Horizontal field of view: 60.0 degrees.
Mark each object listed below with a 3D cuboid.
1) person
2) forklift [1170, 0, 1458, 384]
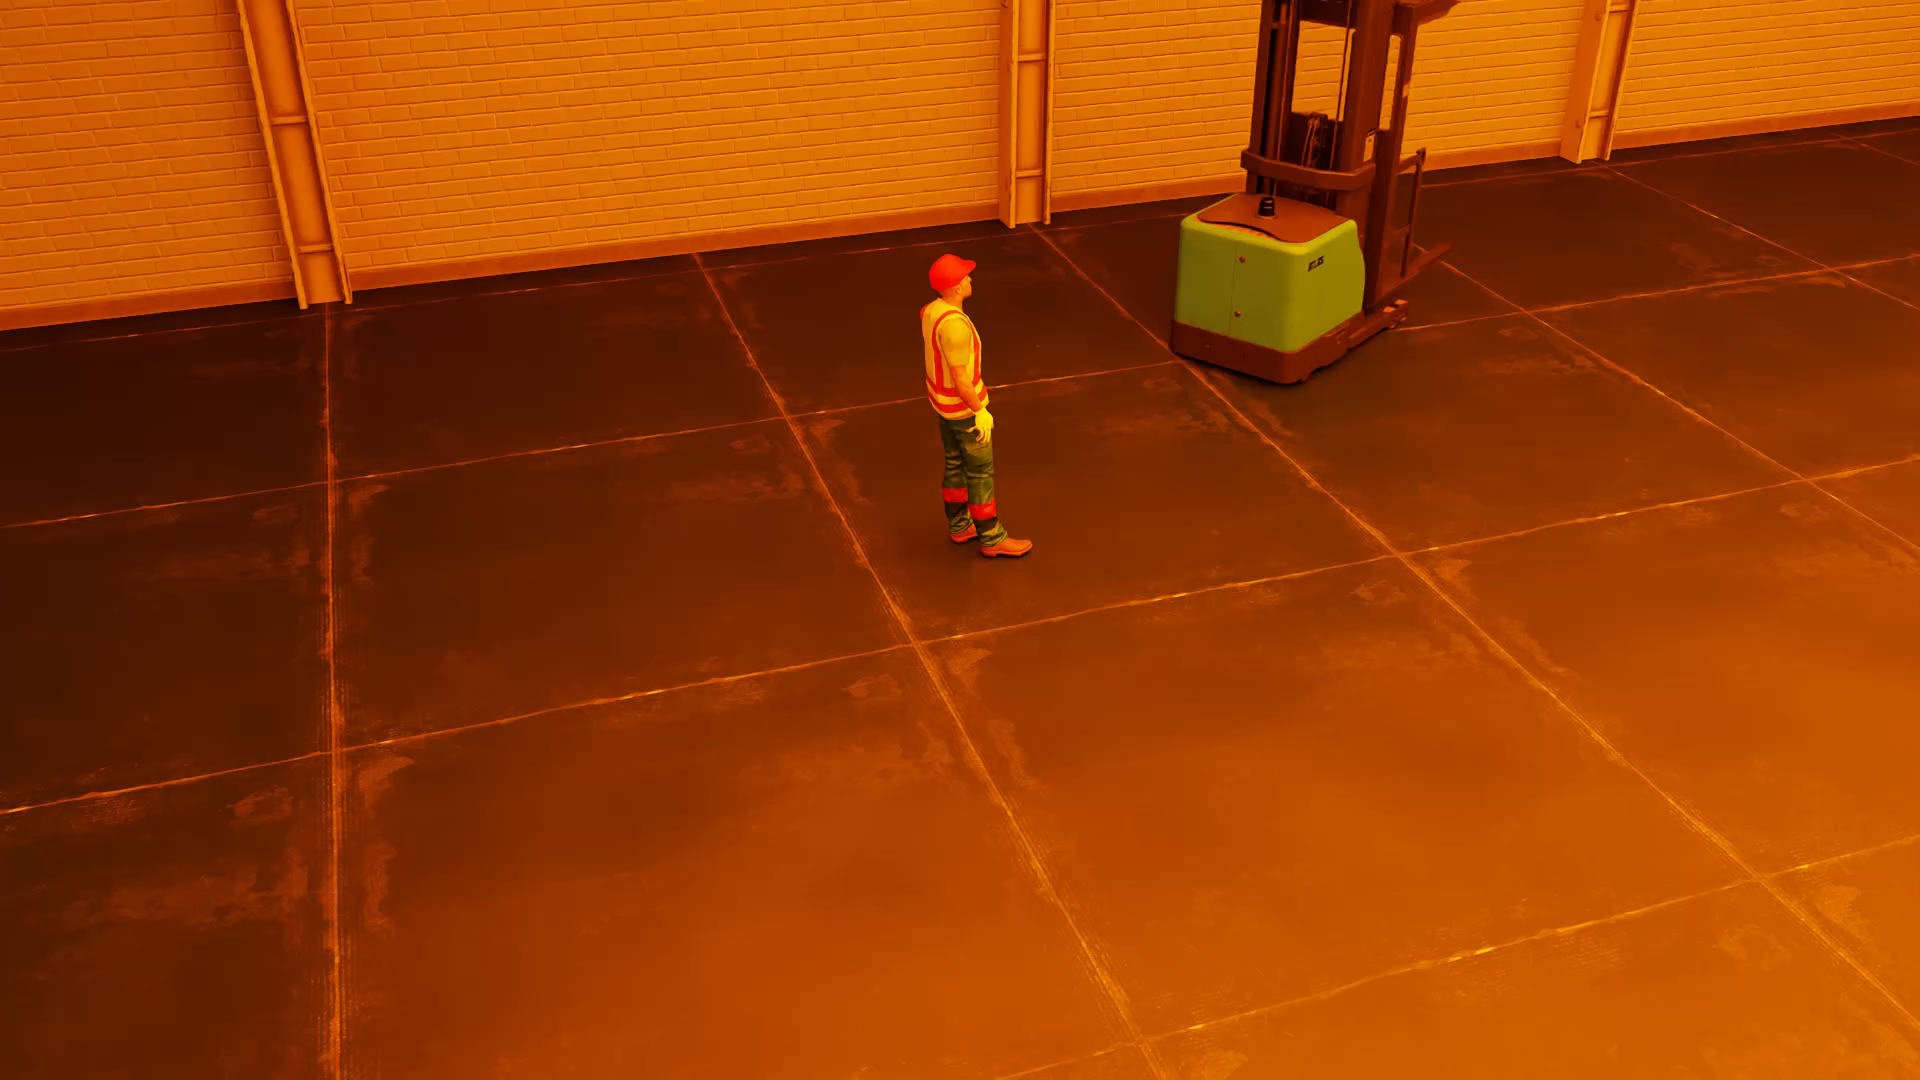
[{"bbox_3d":[0.080,-0.789,9.589,0.562,1.790,0.637,-10,31,-16],"label":"person"},{"bbox_3d":[2.877,-3.046,12.381,1.130,2.935,3.031,22,37,33],"label":"forklift"}]
